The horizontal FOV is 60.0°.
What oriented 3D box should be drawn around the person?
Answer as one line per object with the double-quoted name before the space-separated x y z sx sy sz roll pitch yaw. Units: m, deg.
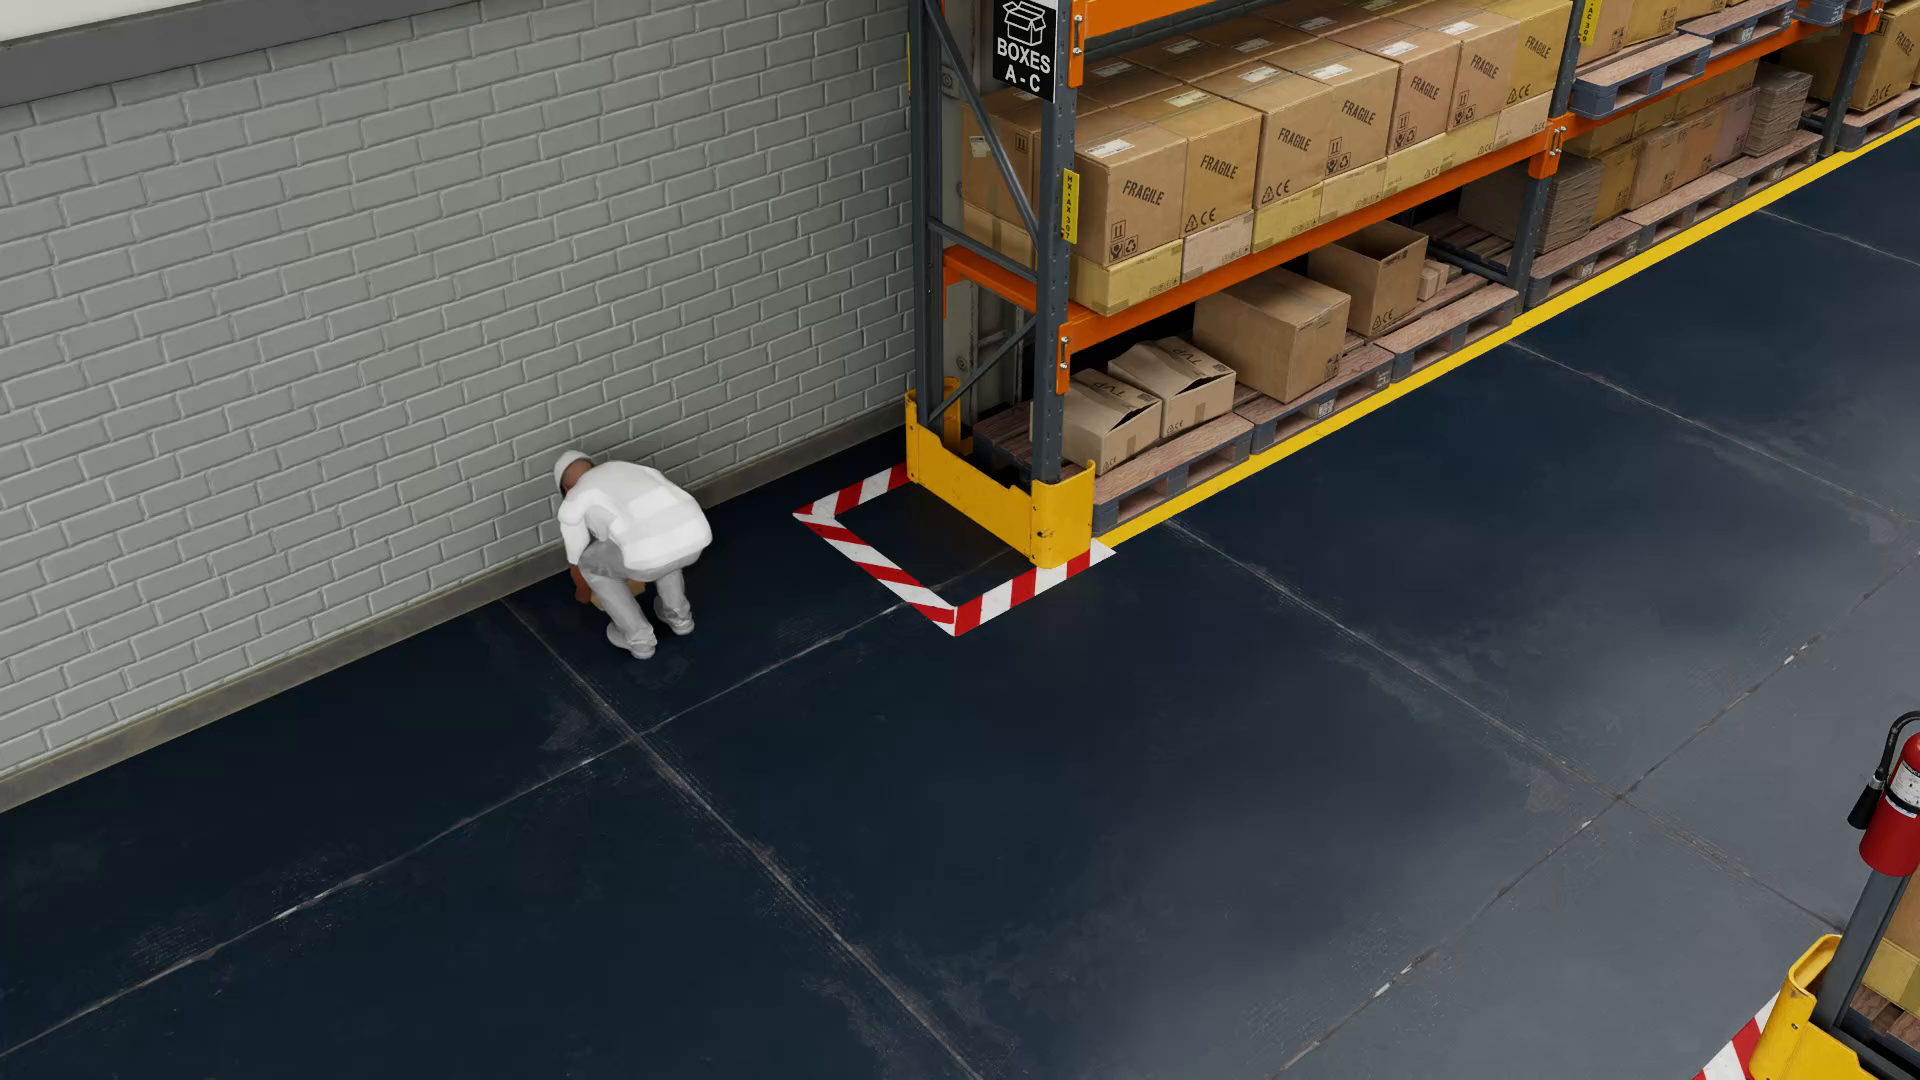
"person" -1.564 0.039 7.796 0.508 0.876 0.979 -28 44 -33
